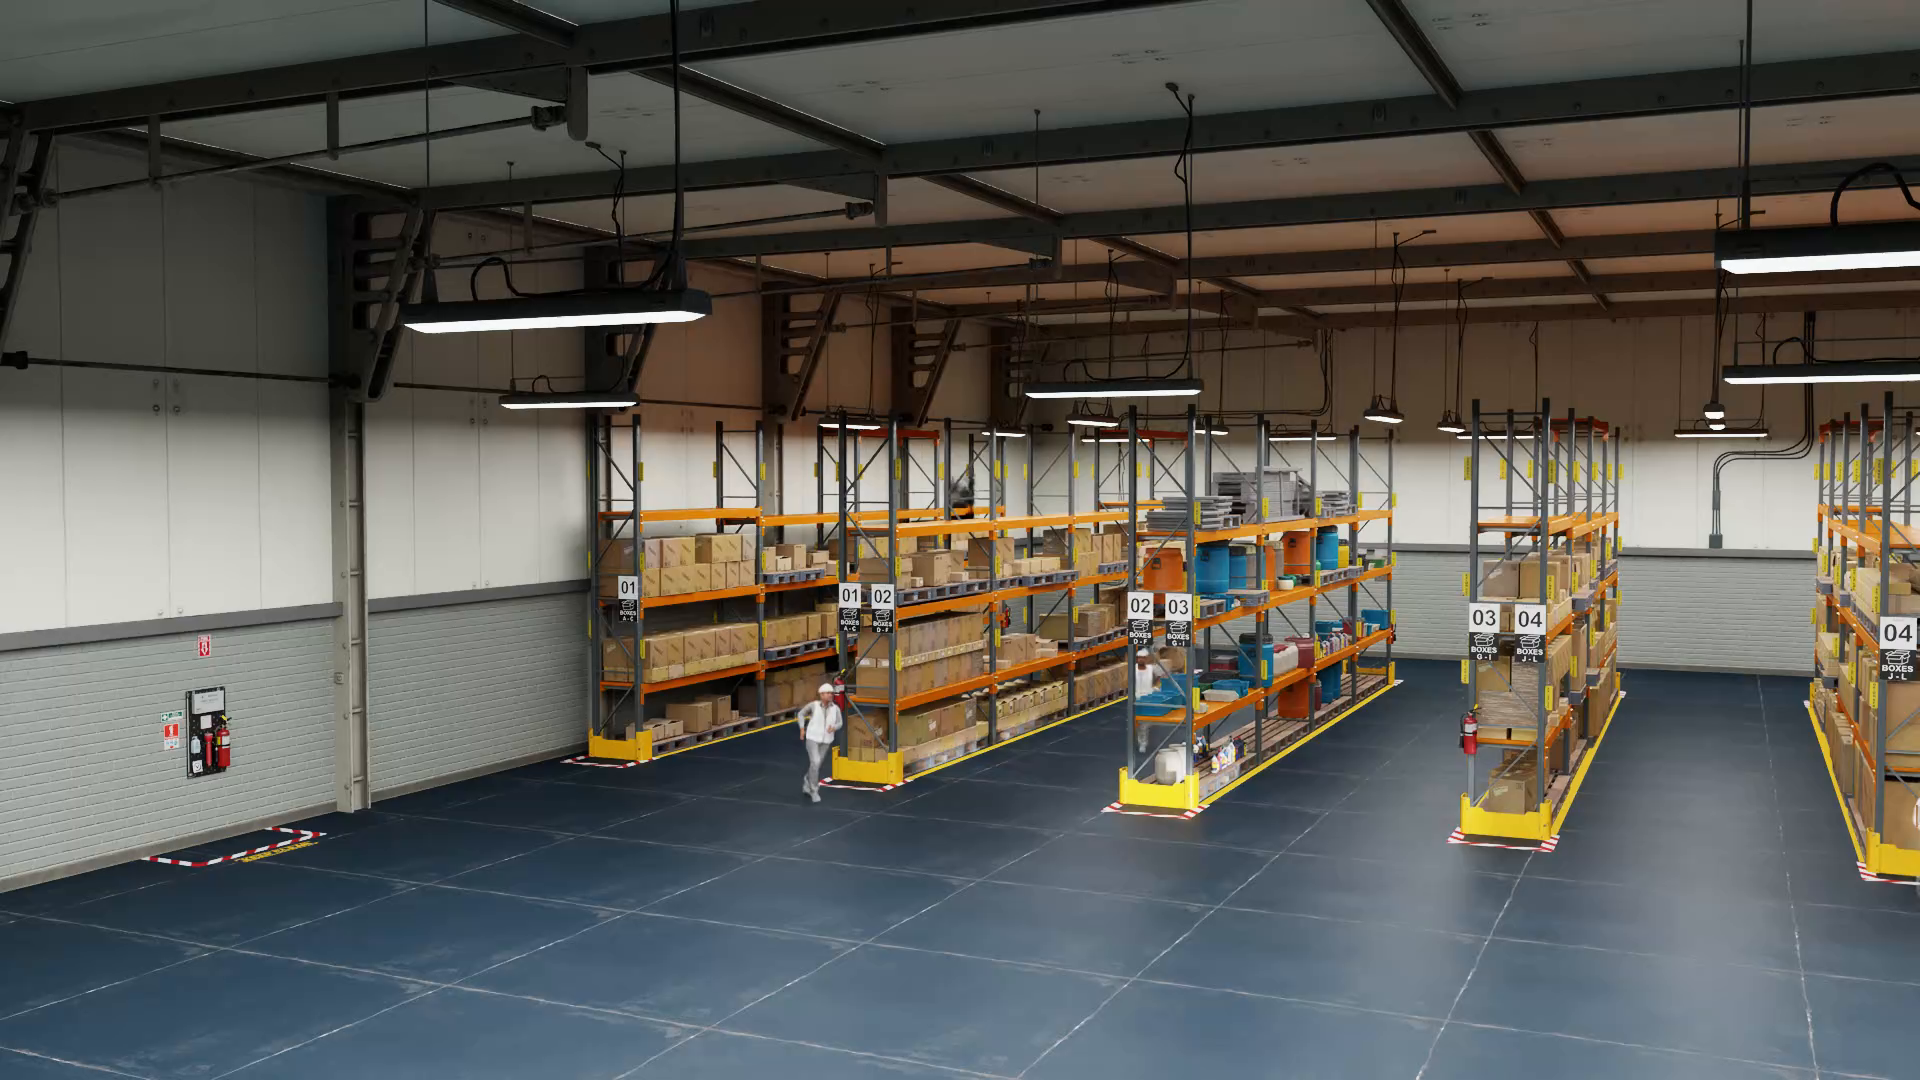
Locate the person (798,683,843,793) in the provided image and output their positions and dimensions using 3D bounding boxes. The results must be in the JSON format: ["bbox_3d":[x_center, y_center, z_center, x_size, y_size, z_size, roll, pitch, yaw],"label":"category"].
[{"bbox_3d":[-2.151,3.007,25.559,0.662,1.632,0.786,-1,3,-26],"label":"person"}]

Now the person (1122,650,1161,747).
[{"bbox_3d":[3.257,2.825,29.854,0.684,1.710,0.812,0,2,11],"label":"person"}]
